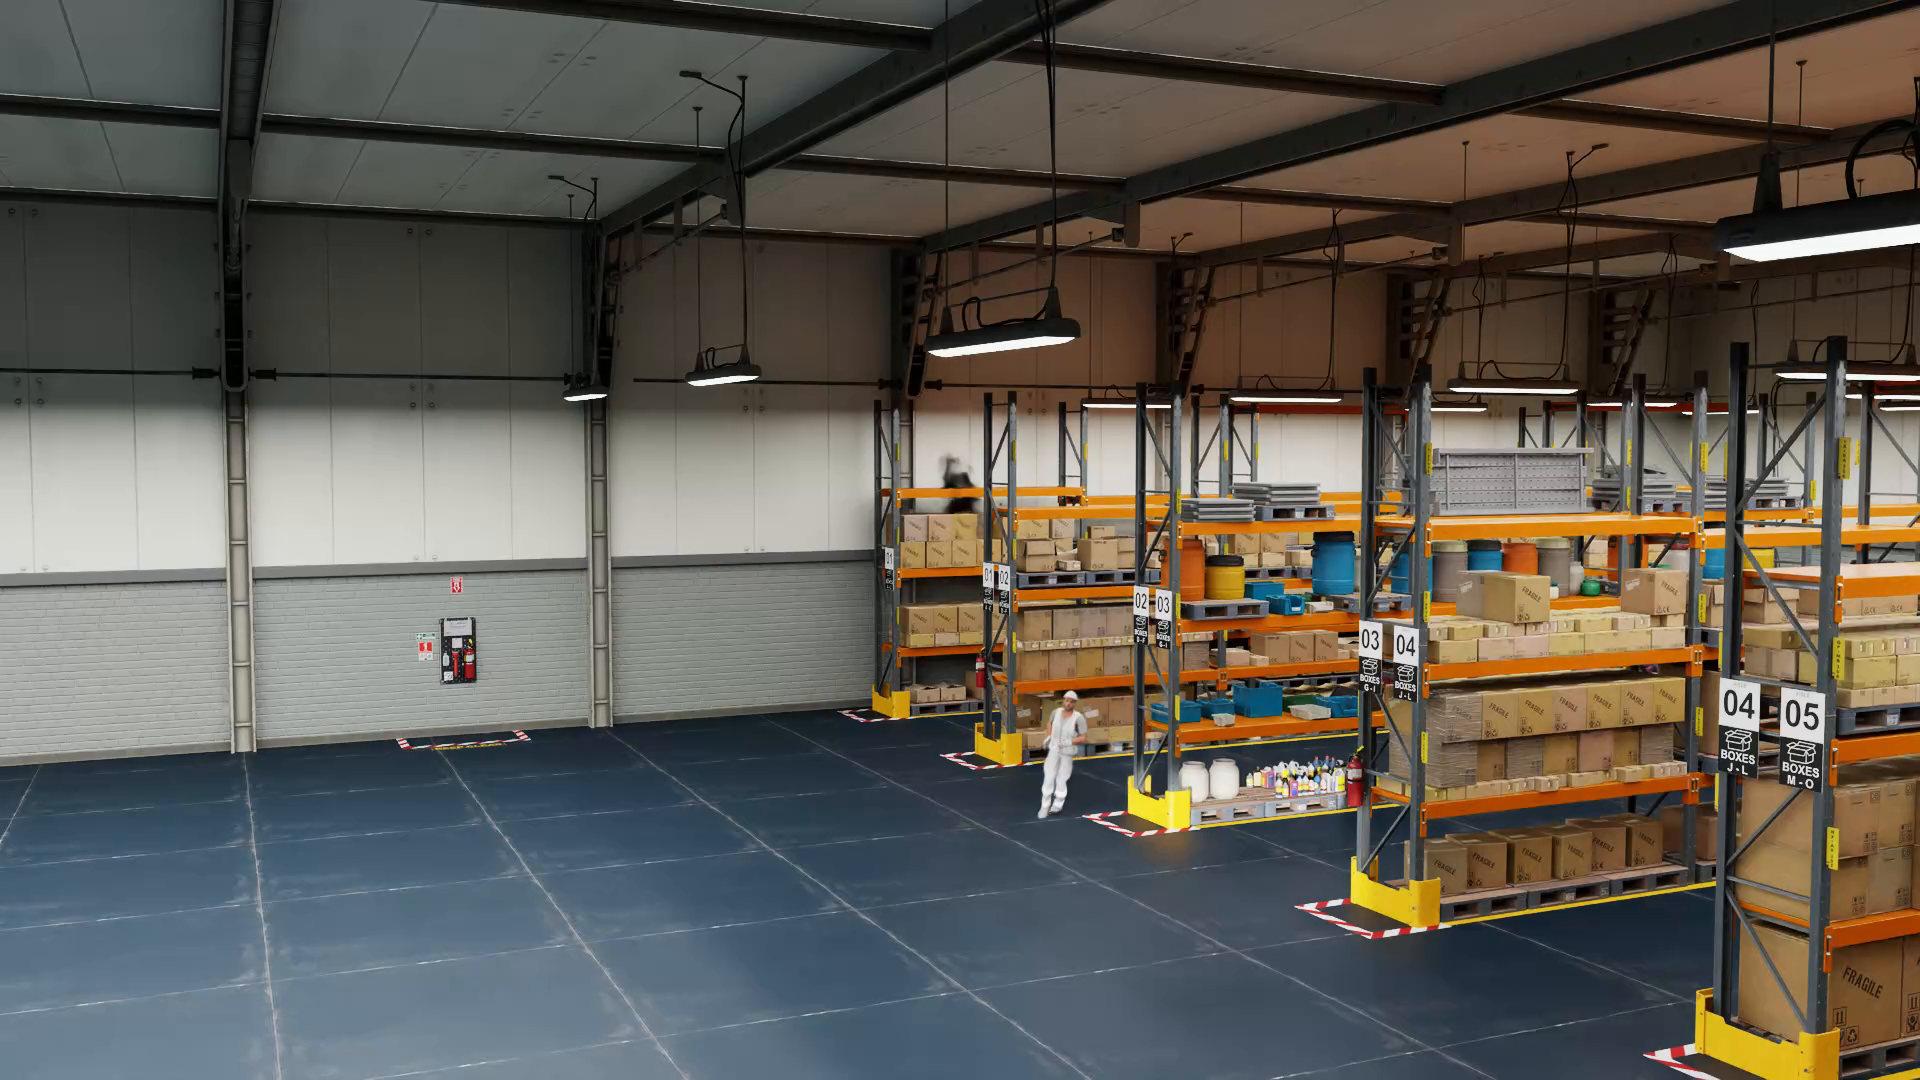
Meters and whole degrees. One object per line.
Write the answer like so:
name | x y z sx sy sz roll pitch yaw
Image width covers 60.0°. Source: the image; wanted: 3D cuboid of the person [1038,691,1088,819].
person | 1.425 2.959 22.902 0.687 1.791 0.666 1 3 17
